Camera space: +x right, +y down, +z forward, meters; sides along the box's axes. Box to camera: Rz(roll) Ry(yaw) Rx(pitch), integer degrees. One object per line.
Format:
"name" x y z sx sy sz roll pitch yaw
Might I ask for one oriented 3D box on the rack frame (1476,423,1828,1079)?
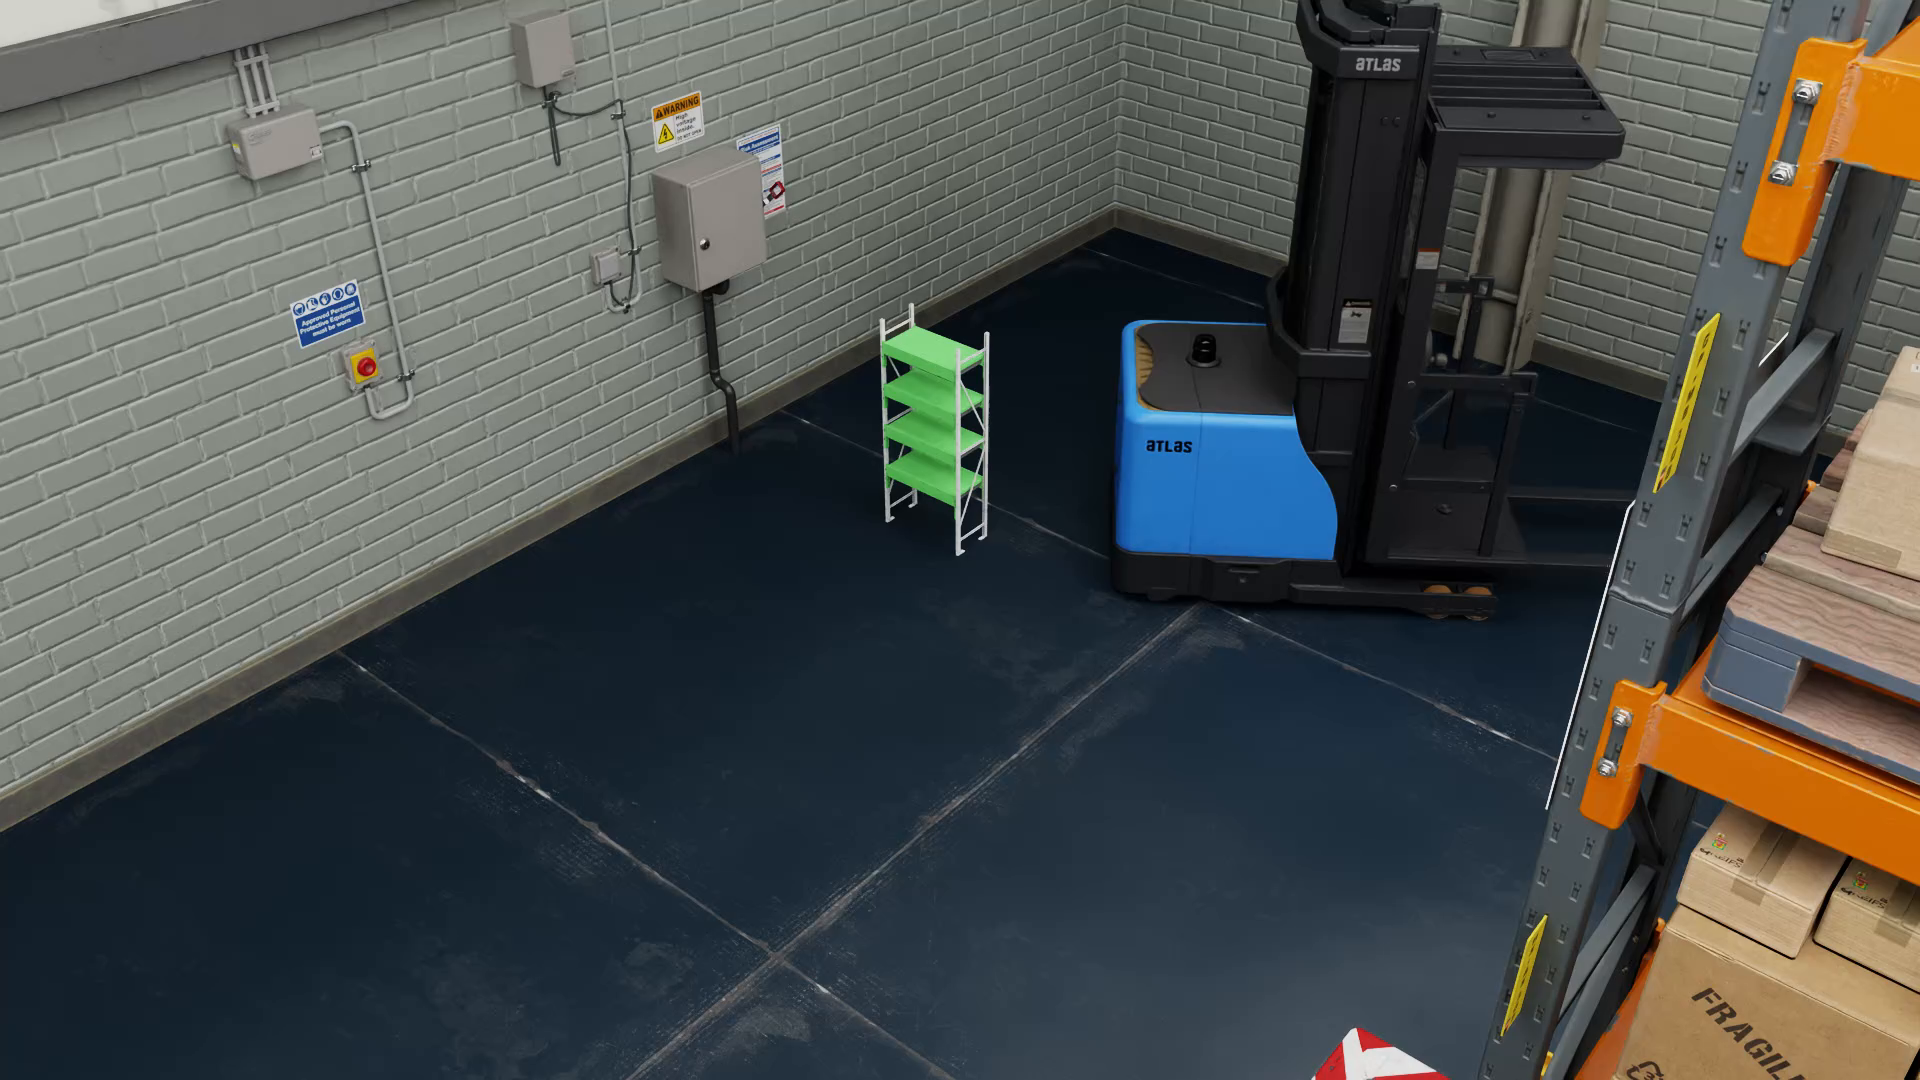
"rack frame" 1.651 1.151 4.425 0.127 3.000 1.000 25 42 32

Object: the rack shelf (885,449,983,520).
"rack shelf" -0.127 -0.304 8.670 0.480 0.148 0.258 25 42 32

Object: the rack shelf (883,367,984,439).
"rack shelf" -0.127 -0.700 8.398 0.480 0.148 0.258 25 42 32

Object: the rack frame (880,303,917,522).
"rack frame" -0.315 -0.643 8.626 0.015 1.200 0.240 25 42 32

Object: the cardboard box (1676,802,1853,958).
"cardboard box" 1.747 0.679 3.567 0.250 0.149 0.380 26 42 33

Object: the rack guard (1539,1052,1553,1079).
"rack guard" 1.632 2.172 5.145 0.348 0.500 1.175 25 42 32

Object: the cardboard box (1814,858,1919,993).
"cardboard box" 1.994 0.743 3.474 0.250 0.149 0.380 26 42 33

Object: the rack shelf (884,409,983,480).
"rack shelf" -0.127 -0.502 8.534 0.480 0.148 0.258 25 42 32

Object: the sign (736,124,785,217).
"sign" -1.085 -1.993 9.087 0.001 0.494 0.329 25 42 32

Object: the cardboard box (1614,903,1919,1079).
"cardboard box" 1.837 0.995 3.680 0.500 0.500 0.500 24 41 31

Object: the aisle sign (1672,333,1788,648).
"aisle sign" 1.794 -0.082 3.923 0.004 0.787 0.394 25 42 32

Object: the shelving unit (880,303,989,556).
"shelving unit" -0.127 -0.555 8.498 0.503 1.200 0.258 25 42 32

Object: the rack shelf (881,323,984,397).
"rack shelf" -0.127 -0.898 8.262 0.480 0.148 0.258 25 42 32

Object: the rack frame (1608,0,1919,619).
"rack frame" 1.651 -1.322 2.726 0.127 3.000 1.000 25 42 32

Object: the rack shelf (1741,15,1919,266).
"rack shelf" 3.188 -0.136 1.988 4.000 0.370 1.077 25 42 32

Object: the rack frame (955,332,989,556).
"rack frame" 0.060 -0.466 8.369 0.015 1.200 0.240 25 42 32

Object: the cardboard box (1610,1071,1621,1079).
"cardboard box" 1.836 1.408 3.961 0.500 0.500 0.500 25 42 31

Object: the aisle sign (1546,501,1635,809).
"aisle sign" 1.410 0.179 3.543 0.004 0.787 0.394 25 42 32

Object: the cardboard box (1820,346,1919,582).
"cardboard box" 2.054 -0.114 3.291 0.500 0.250 0.500 21 40 28

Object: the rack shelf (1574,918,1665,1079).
"rack shelf" 3.188 2.172 3.574 4.000 0.370 1.077 25 42 32

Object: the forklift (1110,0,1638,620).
"forklift" 2.295 -1.126 7.801 3.031 2.935 1.130 2 35 3

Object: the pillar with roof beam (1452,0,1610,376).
"pillar with roof beam" 0.574 -2.979 5.139 0.400 9.000 9.100 25 42 32

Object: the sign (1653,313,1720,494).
"sign" 1.291 -0.239 2.957 0.005 0.325 0.100 25 42 32

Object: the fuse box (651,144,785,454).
"fuse box" -1.241 -1.212 9.003 0.414 1.711 0.539 25 42 32

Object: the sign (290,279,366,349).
"sign" -2.775 -0.994 7.309 0.001 0.218 0.327 25 42 32

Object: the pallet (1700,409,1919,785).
"pallet" 2.228 0.215 3.216 1.213 0.211 1.003 25 42 32

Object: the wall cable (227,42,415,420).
"wall cable" -2.698 -1.313 7.087 0.123 1.953 0.585 25 42 32

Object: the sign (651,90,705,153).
"sign" -1.436 -2.134 8.478 0.001 0.242 0.339 25 42 32

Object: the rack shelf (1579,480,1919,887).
"rack shelf" 3.188 0.935 2.724 4.000 0.370 1.077 25 42 32

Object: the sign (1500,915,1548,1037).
"sign" 1.291 1.000 3.809 0.005 0.325 0.100 25 42 32
